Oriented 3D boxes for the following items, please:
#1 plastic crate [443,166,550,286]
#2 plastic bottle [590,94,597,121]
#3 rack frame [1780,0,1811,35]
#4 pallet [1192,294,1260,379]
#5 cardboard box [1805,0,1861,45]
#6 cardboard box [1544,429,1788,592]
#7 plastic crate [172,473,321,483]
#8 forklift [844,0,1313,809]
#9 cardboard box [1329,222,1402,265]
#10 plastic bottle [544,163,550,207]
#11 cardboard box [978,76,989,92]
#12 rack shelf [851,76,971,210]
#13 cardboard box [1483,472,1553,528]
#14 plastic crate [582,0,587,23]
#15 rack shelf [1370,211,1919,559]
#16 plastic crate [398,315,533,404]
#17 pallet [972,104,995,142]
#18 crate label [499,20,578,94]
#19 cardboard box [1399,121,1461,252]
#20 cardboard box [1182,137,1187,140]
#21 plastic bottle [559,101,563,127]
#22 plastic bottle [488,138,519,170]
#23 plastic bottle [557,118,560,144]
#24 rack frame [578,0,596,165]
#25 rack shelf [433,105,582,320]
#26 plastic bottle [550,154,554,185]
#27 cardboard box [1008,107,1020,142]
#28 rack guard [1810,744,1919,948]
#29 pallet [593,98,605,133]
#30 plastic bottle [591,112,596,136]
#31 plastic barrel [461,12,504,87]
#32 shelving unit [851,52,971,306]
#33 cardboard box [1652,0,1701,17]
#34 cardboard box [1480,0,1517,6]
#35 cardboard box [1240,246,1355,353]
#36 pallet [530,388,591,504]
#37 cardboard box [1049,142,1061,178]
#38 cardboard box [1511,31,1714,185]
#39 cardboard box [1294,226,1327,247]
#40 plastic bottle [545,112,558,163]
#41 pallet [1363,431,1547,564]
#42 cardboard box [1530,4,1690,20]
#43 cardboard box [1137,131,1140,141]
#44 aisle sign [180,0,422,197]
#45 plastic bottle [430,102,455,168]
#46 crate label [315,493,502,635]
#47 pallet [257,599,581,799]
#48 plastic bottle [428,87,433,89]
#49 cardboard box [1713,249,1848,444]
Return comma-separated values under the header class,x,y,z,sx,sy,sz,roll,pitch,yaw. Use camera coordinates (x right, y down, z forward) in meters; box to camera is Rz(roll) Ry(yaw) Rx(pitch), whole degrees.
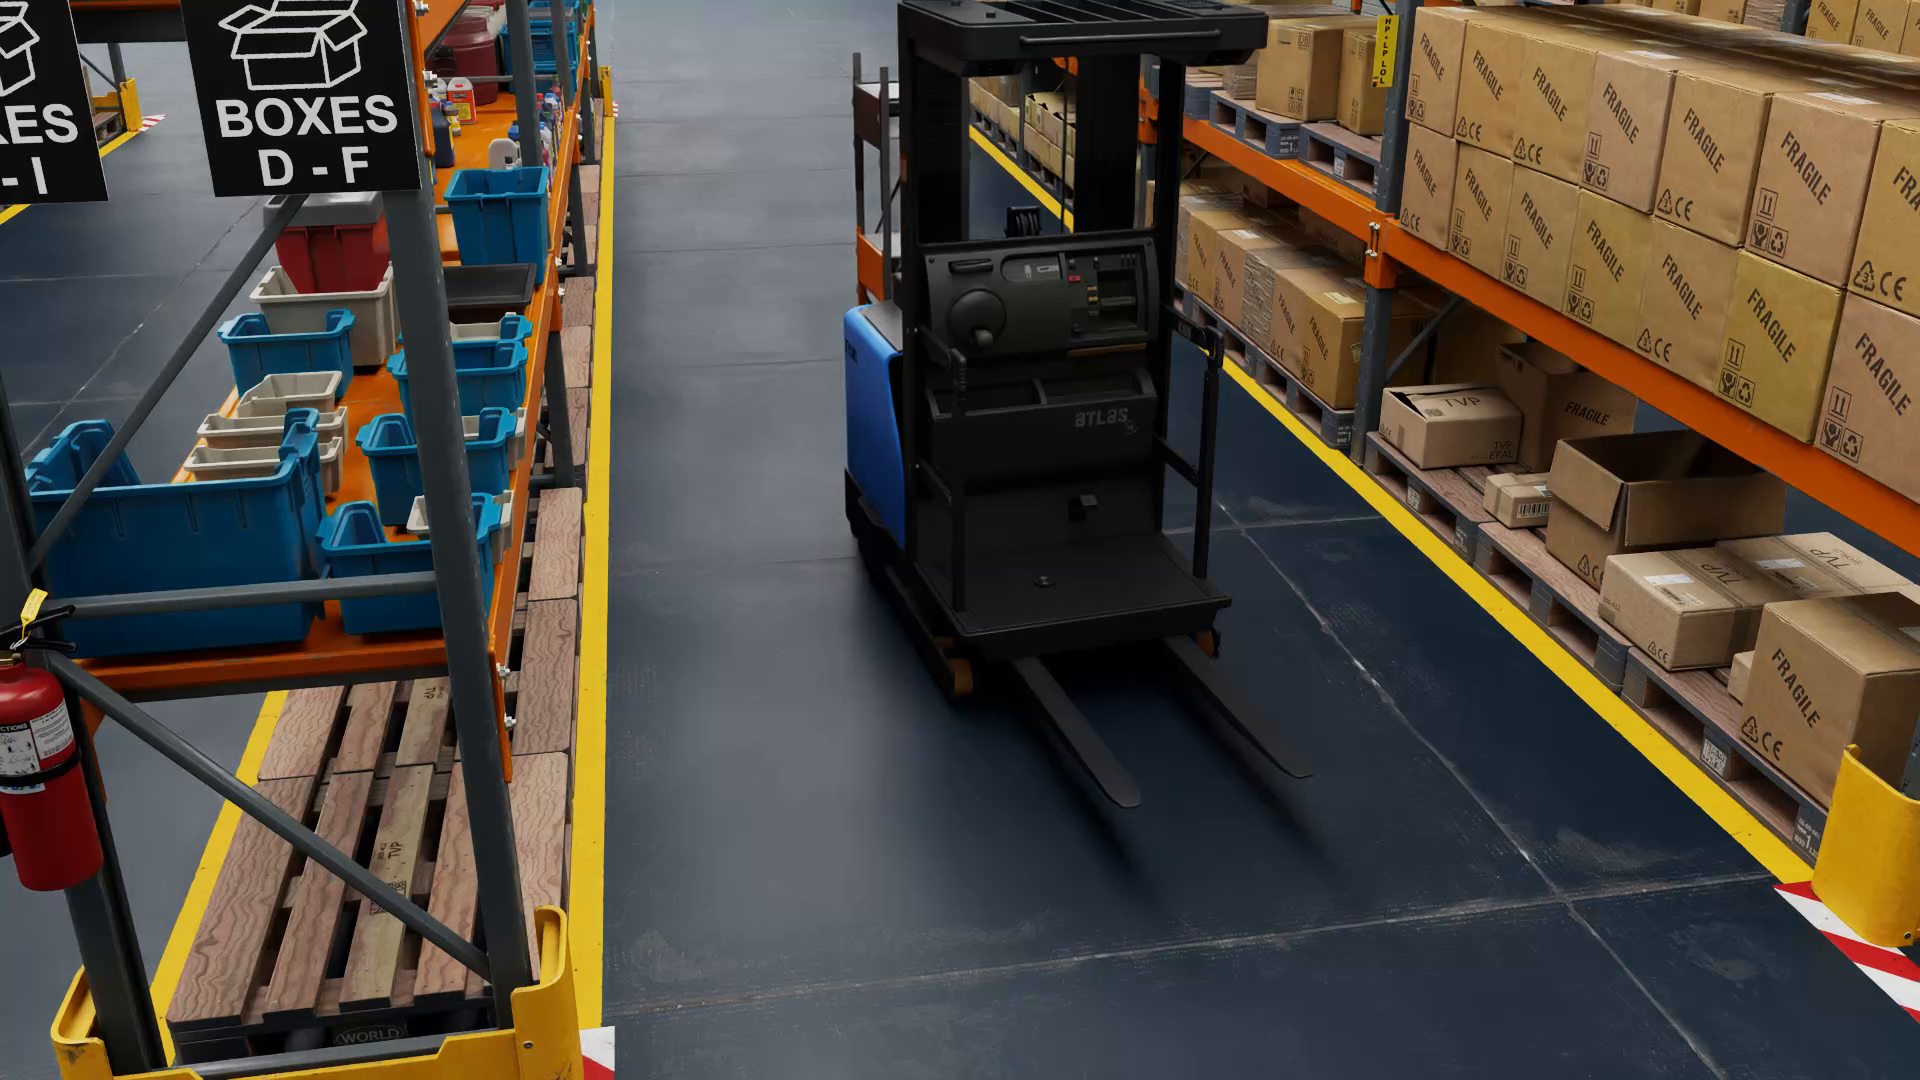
class,x,y,z,sx,sy,sz,roll,pitch,yaw
plastic crate,-1.904,-1.304,6.933,0.392,0.384,0.575,-4,24,-10
plastic bottle,-3.735,-4.385,16.886,0.061,0.283,0.133,-4,24,-8
rack frame,6.671,-3.749,12.586,1.000,3.000,0.127,-4,24,-10
pallet,2.126,-1.327,10.526,1.003,0.211,1.213,-4,24,-10
cardboard box,6.509,-3.730,12.021,0.500,0.500,0.500,-4,24,-8
cardboard box,2.895,-0.126,6.861,0.797,0.503,0.637,-4,24,-10
plastic crate,-1.915,-0.083,4.447,0.396,0.136,0.243,-4,24,-10
forklift,0.387,-0.911,6.173,1.130,2.935,3.031,-7,25,-16
cardboard box,2.508,-1.809,9.780,0.500,0.250,0.500,-4,24,-10
plastic bottle,-2.099,-1.785,8.250,0.097,0.271,0.097,0,24,0
cardboard box,0.479,-4.986,17.392,0.500,0.500,0.500,-4,24,-10
rack shelf,-0.226,-1.828,7.598,0.431,0.518,0.480,-7,25,-16
cardboard box,2.578,-0.190,7.427,0.380,0.166,0.250,-4,24,-10
plastic crate,-3.779,-5.047,15.822,0.450,0.188,0.662,-4,24,-10
rack shelf,2.913,-0.691,6.483,1.077,0.370,4.000,-4,24,-10
plastic crate,-1.607,-0.577,5.458,0.416,0.233,0.300,-4,24,-10
pallet,0.729,-4.473,17.728,1.003,0.211,1.213,-4,24,-10
crate label,-2.983,-3.443,11.840,0.502,0.435,0.616,-4,24,-10
cardboard box,2.369,-1.633,7.615,0.500,0.500,0.500,-4,24,-8
cardboard box,1.798,-3.205,13.550,0.500,0.311,0.500,-5,24,-11
plastic bottle,-2.525,-2.660,10.340,0.097,0.201,0.097,0,24,0
plastic bottle,-2.358,-1.949,8.619,0.152,0.276,0.135,-4,24,-10
plastic bottle,-2.417,-2.430,9.814,0.097,0.201,0.097,0,24,0
rack frame,-3.805,-4.589,14.509,1.000,3.000,0.127,-4,24,-10
rack shelf,-2.695,-1.899,9.250,1.077,0.370,4.000,-4,24,-10
plastic bottle,-2.203,-1.973,8.769,0.097,0.201,0.097,0,24,0
cardboard box,0.763,-4.053,16.192,0.500,0.250,0.500,-4,24,-10
rack guard,3.269,0.882,5.107,1.175,0.500,0.348,-4,24,-10
pallet,-4.339,-4.538,17.877,1.003,0.211,1.213,-4,24,-10
plastic bottle,-3.571,-4.036,16.088,0.061,0.283,0.133,-3,24,-7
plastic barrel,-3.465,-3.456,11.775,0.421,0.512,0.421,0,24,0
shelving unit,-0.226,-1.199,7.873,0.431,2.100,0.503,-7,25,-16
cardboard box,6.322,-4.669,14.018,0.700,0.500,0.500,-4,24,-10
cardboard box,5.546,-5.426,16.589,0.500,0.250,0.500,-4,24,-10
cardboard box,1.995,-1.429,9.847,0.500,0.500,0.500,-4,24,-9
pallet,-2.427,-0.471,8.565,1.003,0.211,1.213,-4,24,-10
cardboard box,1.087,-3.305,14.480,0.500,0.250,0.500,-5,24,-11
cardboard box,2.544,-1.700,6.521,0.500,0.500,0.500,-5,24,-11
cardboard box,2.405,-1.677,10.415,0.500,0.500,0.500,-5,24,-12
plastic bottle,-2.301,-2.260,9.322,0.061,0.283,0.133,-4,24,-10
pallet,2.669,-0.259,8.080,1.003,0.211,1.213,-4,24,-10
cardboard box,2.891,-2.132,7.509,0.500,0.500,0.500,-4,24,-9
cardboard box,1.271,-3.161,13.449,0.500,0.311,0.500,-4,24,-10
aisle sign,-1.281,-1.054,3.167,0.394,0.787,0.004,-4,24,-10
plastic bottle,-2.896,-2.254,9.226,0.144,0.351,0.185,-4,24,-10
crate label,-1.308,0.059,4.002,0.416,0.233,0.303,-4,24,-10
pallet,-1.923,0.603,6.106,1.003,0.211,1.213,-4,24,-10
plastic bottle,-3.308,-2.715,10.379,0.097,0.271,0.097,0,24,0
cardboard box,2.833,-0.640,5.342,0.500,0.500,0.500,-4,24,-9
